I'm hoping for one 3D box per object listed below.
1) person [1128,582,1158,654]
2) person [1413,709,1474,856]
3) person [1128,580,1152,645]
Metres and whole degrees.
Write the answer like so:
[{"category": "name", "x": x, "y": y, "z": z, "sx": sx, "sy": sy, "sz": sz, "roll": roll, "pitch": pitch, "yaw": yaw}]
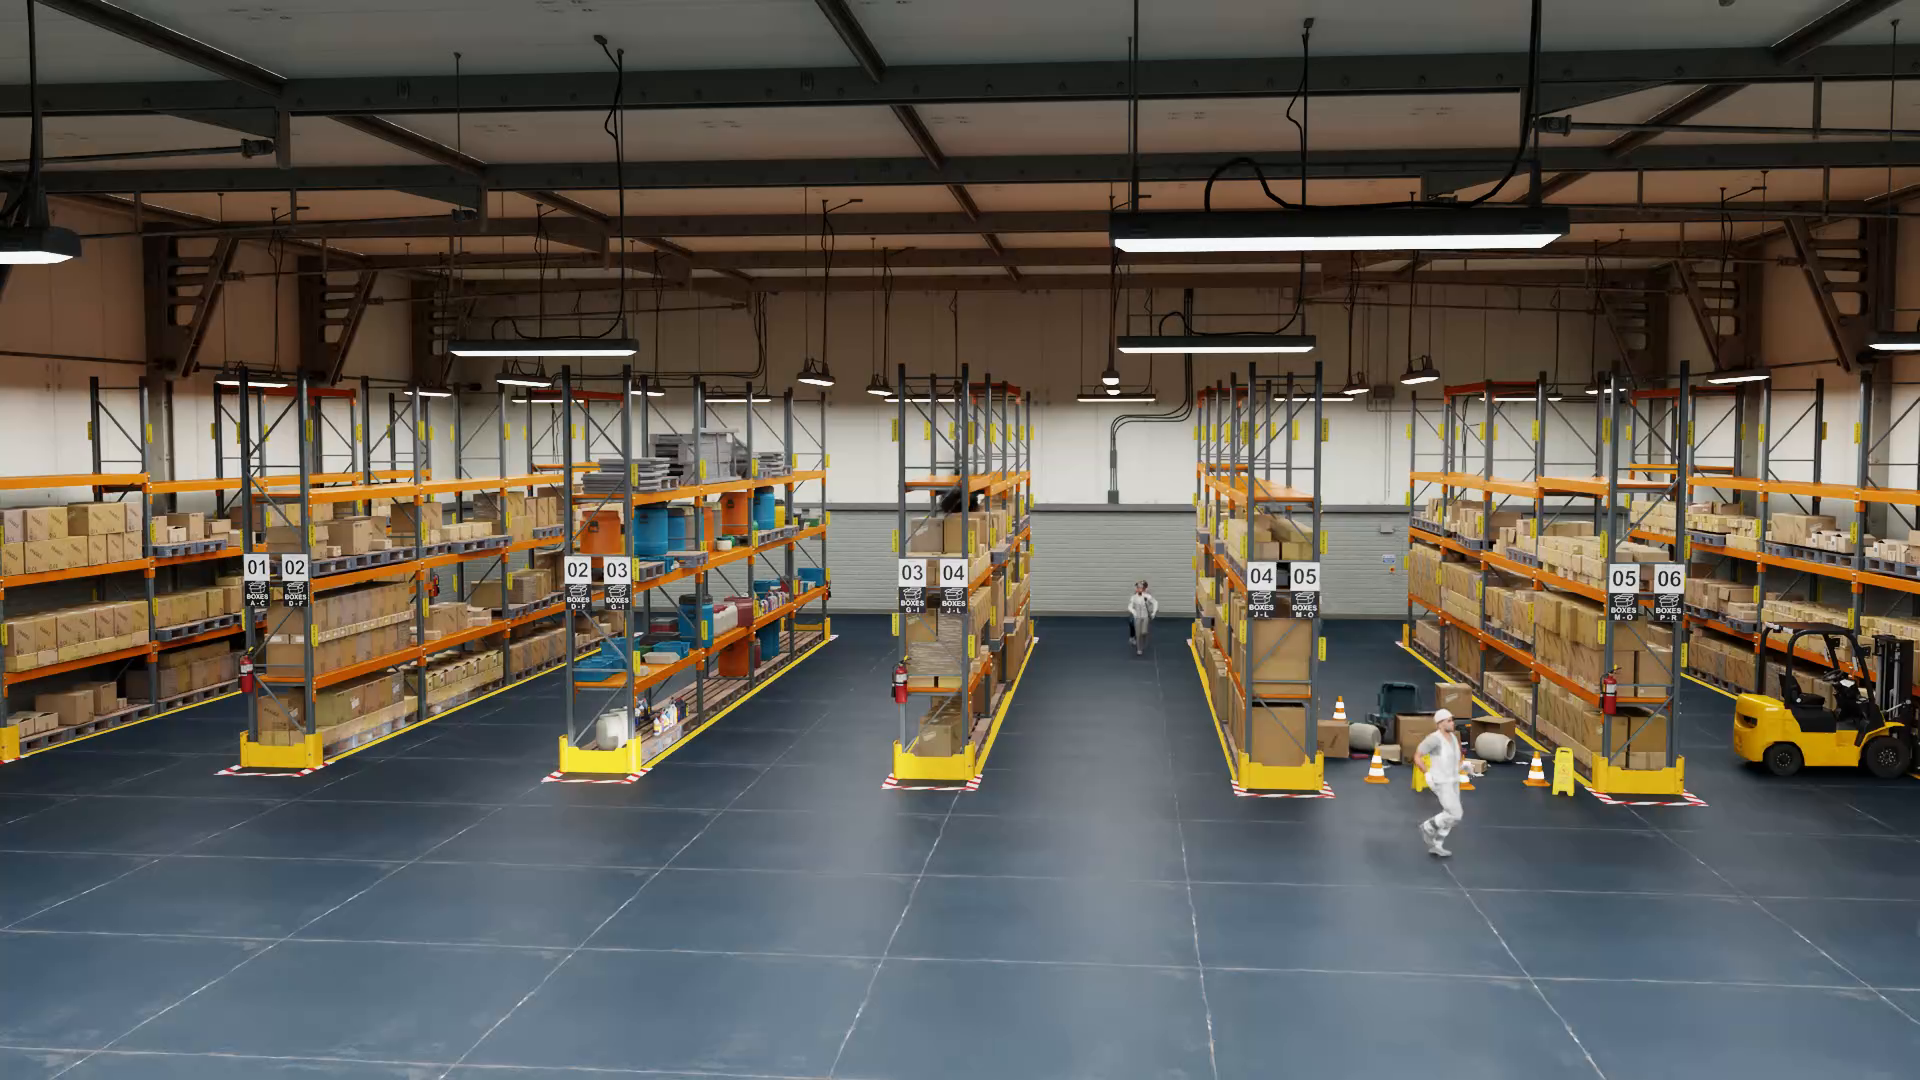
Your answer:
[{"category": "person", "x": 4.104, "y": 1.766, "z": 37.495, "sx": 0.640, "sy": 1.654, "sz": 0.691, "roll": 1, "pitch": 4, "yaw": 15}, {"category": "person", "x": 5.752, "y": 2.868, "z": 19.606, "sx": 0.652, "sy": 1.740, "sz": 0.581, "roll": -3, "pitch": 5, "yaw": -41}, {"category": "person", "x": 4.266, "y": 1.703, "z": 39.182, "sx": 0.581, "sy": 1.553, "sz": 0.579, "roll": 2, "pitch": 4, "yaw": 31}]
